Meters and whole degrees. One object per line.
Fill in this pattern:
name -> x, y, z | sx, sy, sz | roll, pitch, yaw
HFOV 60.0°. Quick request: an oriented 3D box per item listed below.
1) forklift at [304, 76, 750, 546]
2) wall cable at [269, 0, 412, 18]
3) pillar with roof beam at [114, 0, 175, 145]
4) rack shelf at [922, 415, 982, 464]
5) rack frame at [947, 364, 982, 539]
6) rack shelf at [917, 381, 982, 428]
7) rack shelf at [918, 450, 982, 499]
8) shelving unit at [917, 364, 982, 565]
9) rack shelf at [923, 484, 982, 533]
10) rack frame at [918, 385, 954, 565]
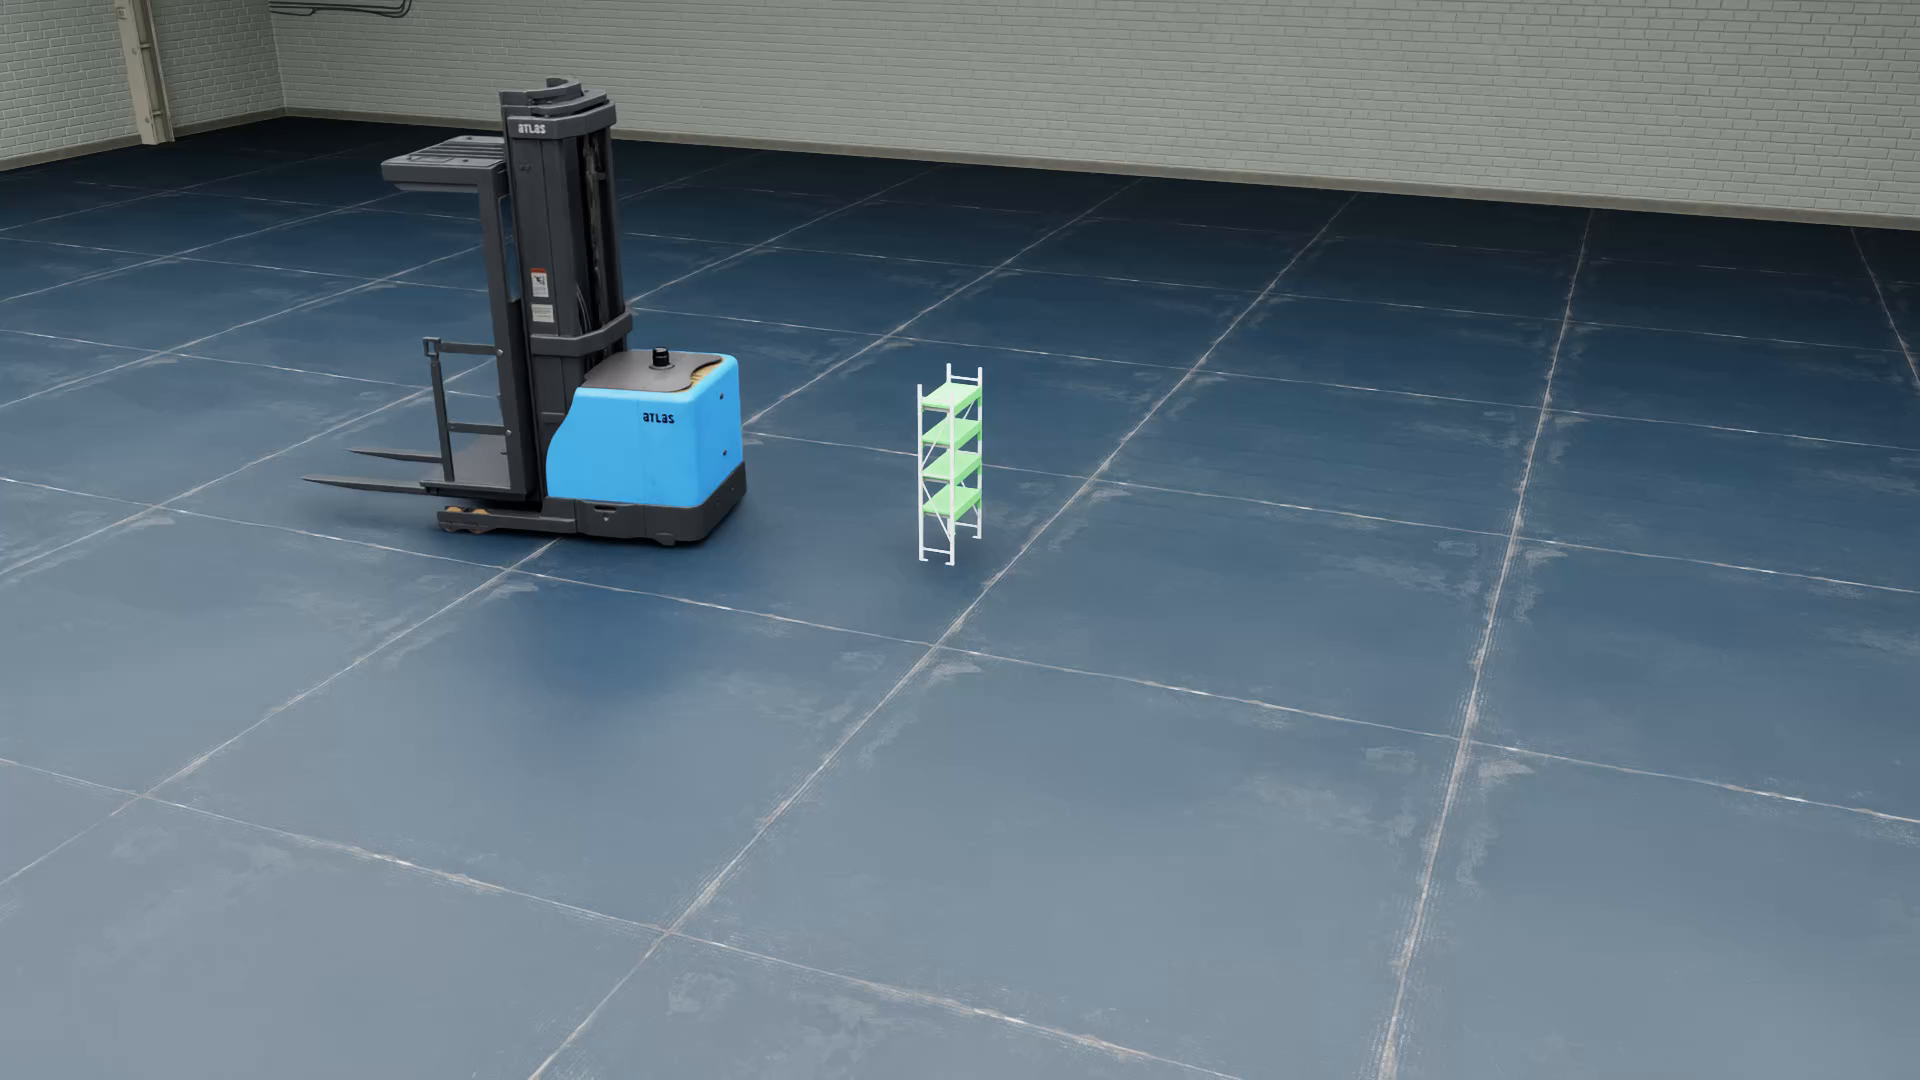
forklift -> -3.072, -1.584, 11.240 | 3.031, 2.935, 1.130 | 5, 23, 11
wall cable -> -10.373, -9.880, 27.256 | 3.097, 2.526, 0.112 | 9, 24, 20
pillar with roof beam -> -8.698, -9.831, 23.112 | 9.100, 9.000, 0.400 | 9, 24, 20
rack shelf -> -0.062, -0.657, 10.809 | 0.258, 0.148, 0.480 | 9, 24, 20
rack frame -> 0.029, -0.582, 11.086 | 0.240, 1.200, 0.015 | 9, 24, 20
rack shelf -> -0.062, -0.878, 10.717 | 0.258, 0.148, 0.480 | 9, 24, 20
rack shelf -> -0.061, -0.435, 10.902 | 0.258, 0.148, 0.480 | 9, 24, 20
shelving unit -> -0.061, -0.494, 10.877 | 0.258, 1.200, 0.503 | 9, 24, 20
rack shelf -> -0.061, -0.214, 10.994 | 0.258, 0.148, 0.480 | 9, 24, 20
rack frame -> -0.152, -0.407, 10.668 | 0.240, 1.200, 0.015 | 9, 24, 20
